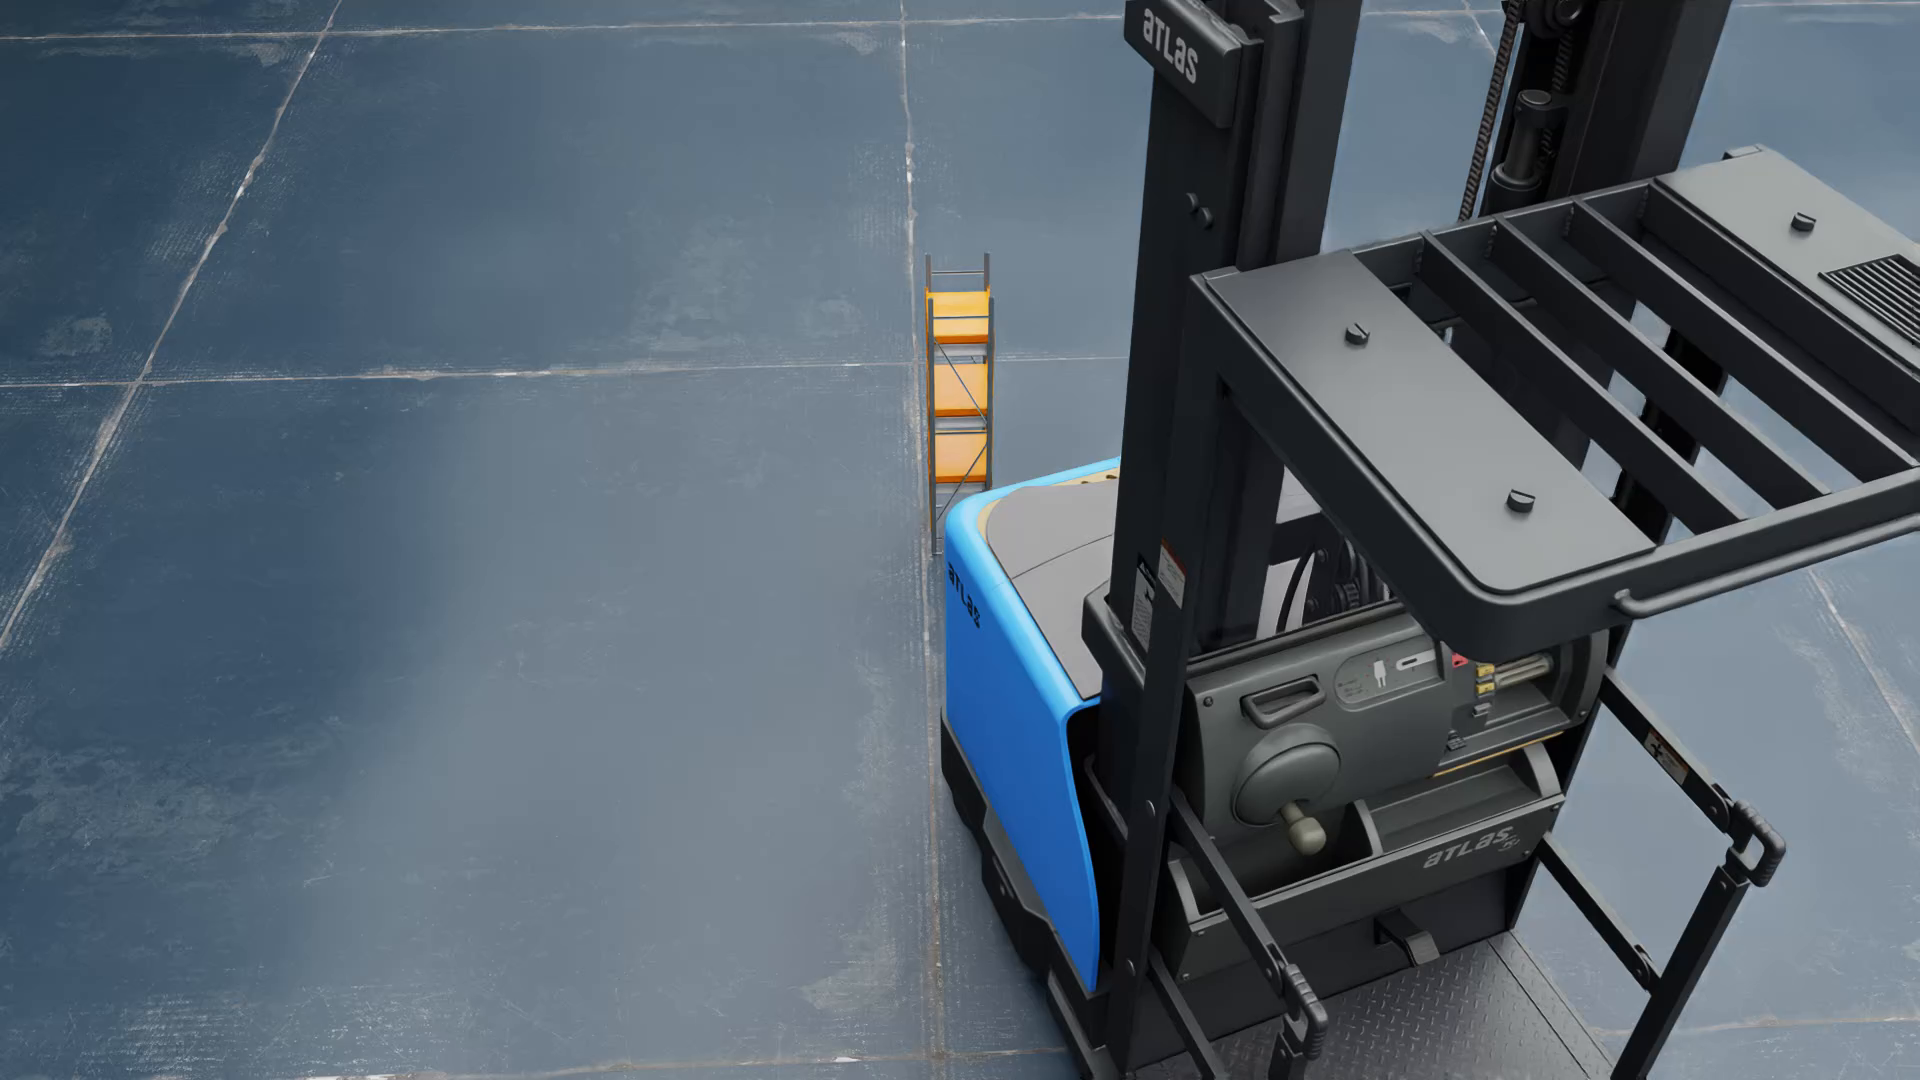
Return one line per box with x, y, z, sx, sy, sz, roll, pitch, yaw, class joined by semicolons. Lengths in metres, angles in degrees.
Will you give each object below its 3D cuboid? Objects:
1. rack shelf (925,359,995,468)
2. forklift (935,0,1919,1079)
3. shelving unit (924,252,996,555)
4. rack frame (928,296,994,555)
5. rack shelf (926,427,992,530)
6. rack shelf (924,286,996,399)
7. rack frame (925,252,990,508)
-0.002;-0.415;5.442;0.215;0.259;0.240;-2;43;-2;rack shelf
0.945;0.390;3.156;1.130;2.935;3.031;-15;45;-16;forklift
-0.002;-0.423;5.435;0.215;1.050;0.252;-2;43;-2;shelving unit
0.003;-0.341;5.345;0.200;1.050;0.008;-2;43;-2;rack frame
-0.002;-0.210;5.630;0.215;0.259;0.240;-2;43;-2;rack shelf
-0.002;-0.625;5.250;0.215;0.259;0.240;-2;43;-2;rack shelf
-0.007;-0.506;5.525;0.200;1.050;0.008;-2;43;-2;rack frame
